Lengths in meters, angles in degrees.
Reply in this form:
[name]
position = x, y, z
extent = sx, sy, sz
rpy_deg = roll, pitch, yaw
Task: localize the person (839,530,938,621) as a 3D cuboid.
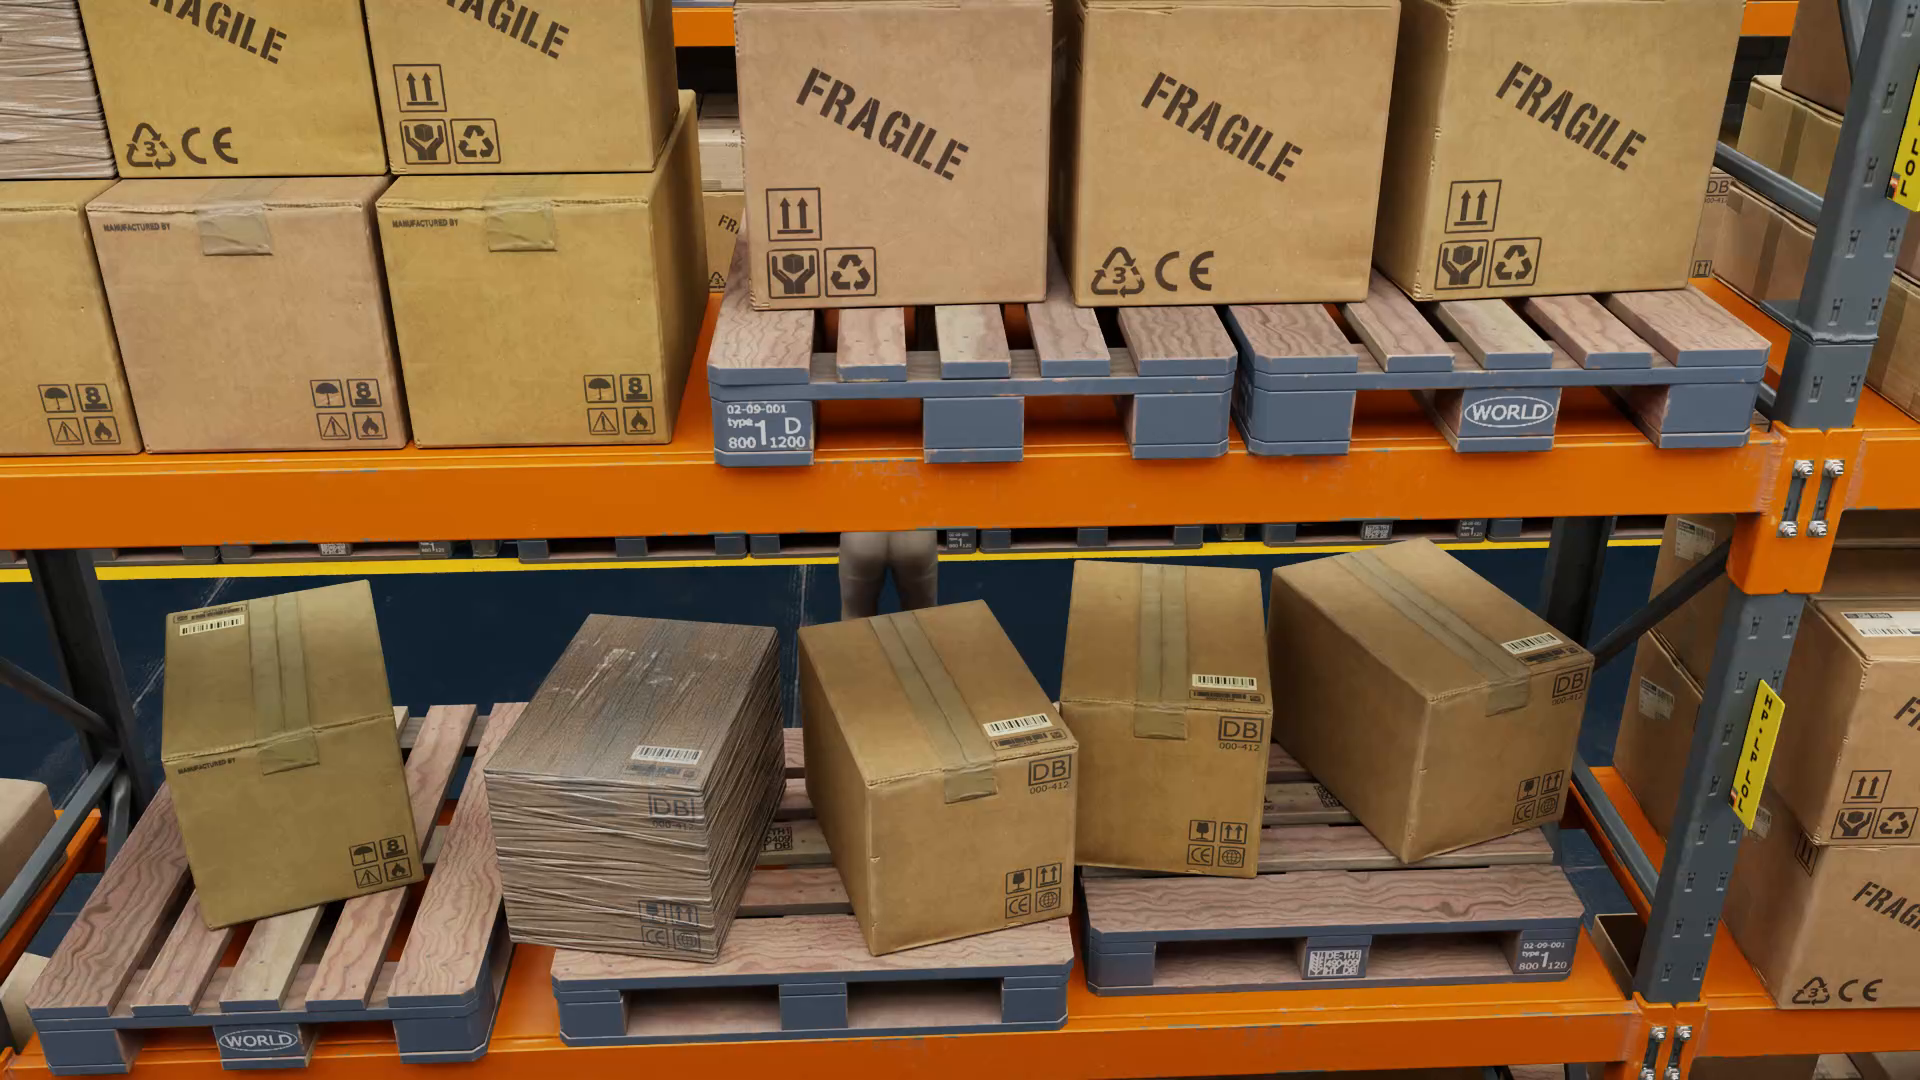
[person]
position = -0.325, -0.042, 7.233
extent = 0.495, 1.716, 0.530
rpy_deg = -1, 27, -2
